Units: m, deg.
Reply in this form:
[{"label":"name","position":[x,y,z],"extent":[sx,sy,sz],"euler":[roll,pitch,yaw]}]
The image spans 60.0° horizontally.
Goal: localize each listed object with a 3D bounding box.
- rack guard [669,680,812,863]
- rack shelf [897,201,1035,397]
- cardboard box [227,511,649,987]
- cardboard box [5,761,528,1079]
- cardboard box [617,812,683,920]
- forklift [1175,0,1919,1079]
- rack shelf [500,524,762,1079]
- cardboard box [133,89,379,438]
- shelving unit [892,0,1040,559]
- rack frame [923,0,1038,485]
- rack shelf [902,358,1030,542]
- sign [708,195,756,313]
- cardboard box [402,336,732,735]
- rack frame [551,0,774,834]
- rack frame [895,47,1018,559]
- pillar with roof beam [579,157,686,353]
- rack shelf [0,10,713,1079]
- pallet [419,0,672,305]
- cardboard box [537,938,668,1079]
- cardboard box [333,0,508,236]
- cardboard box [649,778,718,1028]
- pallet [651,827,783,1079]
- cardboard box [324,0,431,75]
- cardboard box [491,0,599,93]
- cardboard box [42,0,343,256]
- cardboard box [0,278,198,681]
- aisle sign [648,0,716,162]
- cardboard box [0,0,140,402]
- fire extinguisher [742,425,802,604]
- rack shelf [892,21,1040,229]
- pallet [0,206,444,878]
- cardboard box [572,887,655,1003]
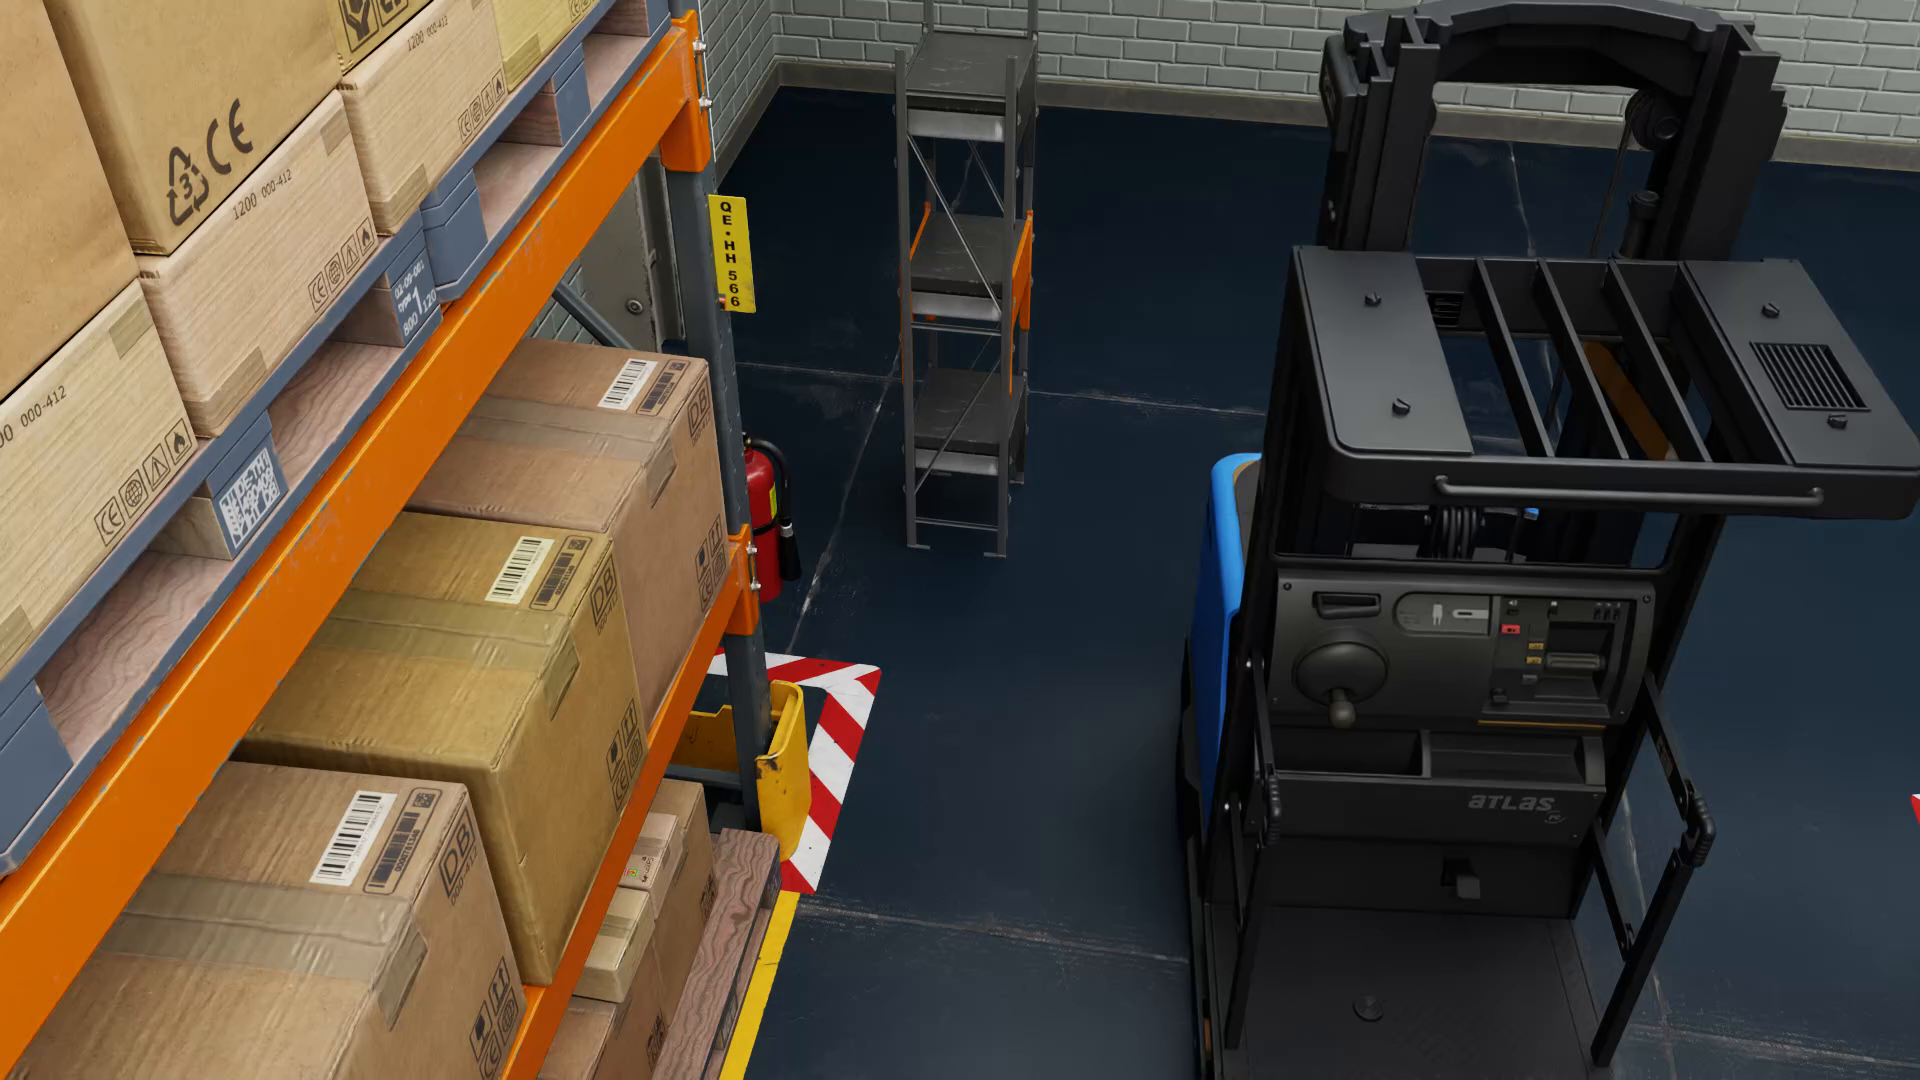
[{"label":"rack guard","position":[-1.101,0.704,5.506],"extent":[1.175,0.500,0.348],"euler":[6,40,8]},{"label":"rack shelf","position":[0.029,-0.903,6.215],"extent":[0.431,0.518,0.480],"euler":[6,40,8]},{"label":"cardboard box","position":[-1.299,0.419,3.654],"extent":[0.980,0.700,0.700],"euler":[6,40,7]},{"label":"cardboard box","position":[-1.440,0.897,3.076],"extent":[0.980,0.700,0.700],"euler":[5,40,6]},{"label":"cardboard box","position":[-0.971,0.858,4.481],"extent":[0.380,0.149,0.250],"euler":[6,40,7]},{"label":"forklift","position":[1.245,0.363,4.011],"extent":[1.130,2.935,3.031],"euler":[2,40,2]},{"label":"rack shelf","position":[-1.451,1.288,3.403],"extent":[1.077,0.370,4.000],"euler":[6,40,8]},{"label":"cardboard box","position":[-1.145,-0.400,2.236],"extent":[0.500,0.250,0.500],"euler":[5,40,6]},{"label":"shelving unit","position":[0.029,-0.913,6.207],"extent":[0.431,2.100,0.503],"euler":[6,40,8]},{"label":"rack frame","position":[0.071,-1.066,6.392],"extent":[0.400,2.100,0.015],"euler":[6,40,8]},{"label":"rack shelf","position":[0.029,-0.363,6.661],"extent":[0.431,0.518,0.480],"euler":[6,40,8]},{"label":"sign","position":[-0.573,-0.713,4.164],"extent":[0.100,0.325,0.005],"euler":[6,40,8]},{"label":"cardboard box","position":[-1.184,-0.039,4.207],"extent":[0.980,0.700,0.700],"euler":[8,40,10]},{"label":"rack frame","position":[-1.105,-0.244,4.691],"extent":[1.000,3.000,0.127],"euler":[6,40,8]},{"label":"rack frame","position":[-0.014,-0.760,6.021],"extent":[0.400,2.100,0.015],"euler":[6,40,8]},{"label":"pillar with roof beam","position":[2.750,-3.872,4.371],"extent":[9.100,9.000,0.400],"euler":[6,40,8]},{"label":"rack shelf","position":[-1.451,0.132,2.447],"extent":[1.077,0.370,4.000],"euler":[6,40,8]},{"label":"pallet","position":[-1.223,-0.899,3.199],"extent":[1.003,0.211,1.213],"euler":[6,40,8]},{"label":"cardboard box","position":[-1.214,1.322,4.430],"extent":[0.700,0.500,0.500],"euler":[6,40,8]},{"label":"cardboard box","position":[-1.060,-0.727,2.631],"extent":[0.500,0.250,0.500],"euler":[5,40,6]},{"label":"cardboard box","position":[-1.128,1.008,4.809],"extent":[0.700,0.500,0.500],"euler":[6,40,8]},{"label":"pallet","position":[-1.167,1.341,4.963],"extent":[1.003,0.211,1.213],"euler":[6,40,8]},{"label":"cardboard box","position":[-1.061,-1.030,2.408],"extent":[0.500,0.500,0.500],"euler":[8,40,9]},{"label":"cardboard box","position":[-0.971,-1.054,3.026],"extent":[0.500,0.250,0.500],"euler":[8,40,9]},{"label":"cardboard box","position":[-1.143,-0.701,2.011],"extent":[0.500,0.500,0.500],"euler":[5,40,6]},{"label":"cardboard box","position":[-1.235,-0.078,1.846],"extent":[0.500,0.250,0.500],"euler":[5,40,6]},{"label":"aisle sign","position":[-0.797,-1.258,3.878],"extent":[0.394,0.787,0.004],"euler":[6,40,8]},{"label":"cardboard box","position":[-1.235,-0.372,1.613],"extent":[0.500,0.500,0.500],"euler":[7,40,8]},{"label":"fire extinguisher","position":[-0.625,-0.115,4.888],"extent":[0.296,0.674,0.183],"euler":[6,40,8]},{"label":"rack shelf","position":[0.029,-1.442,5.769],"extent":[0.431,0.518,0.480],"euler":[6,40,8]},{"label":"pallet","position":[-1.432,-0.132,2.271],"extent":[1.003,0.211,1.213],"euler":[6,40,8]},{"label":"cardboard box","position":[-1.014,1.019,4.287],"extent":[0.380,0.149,0.250],"euler":[7,40,9]}]
